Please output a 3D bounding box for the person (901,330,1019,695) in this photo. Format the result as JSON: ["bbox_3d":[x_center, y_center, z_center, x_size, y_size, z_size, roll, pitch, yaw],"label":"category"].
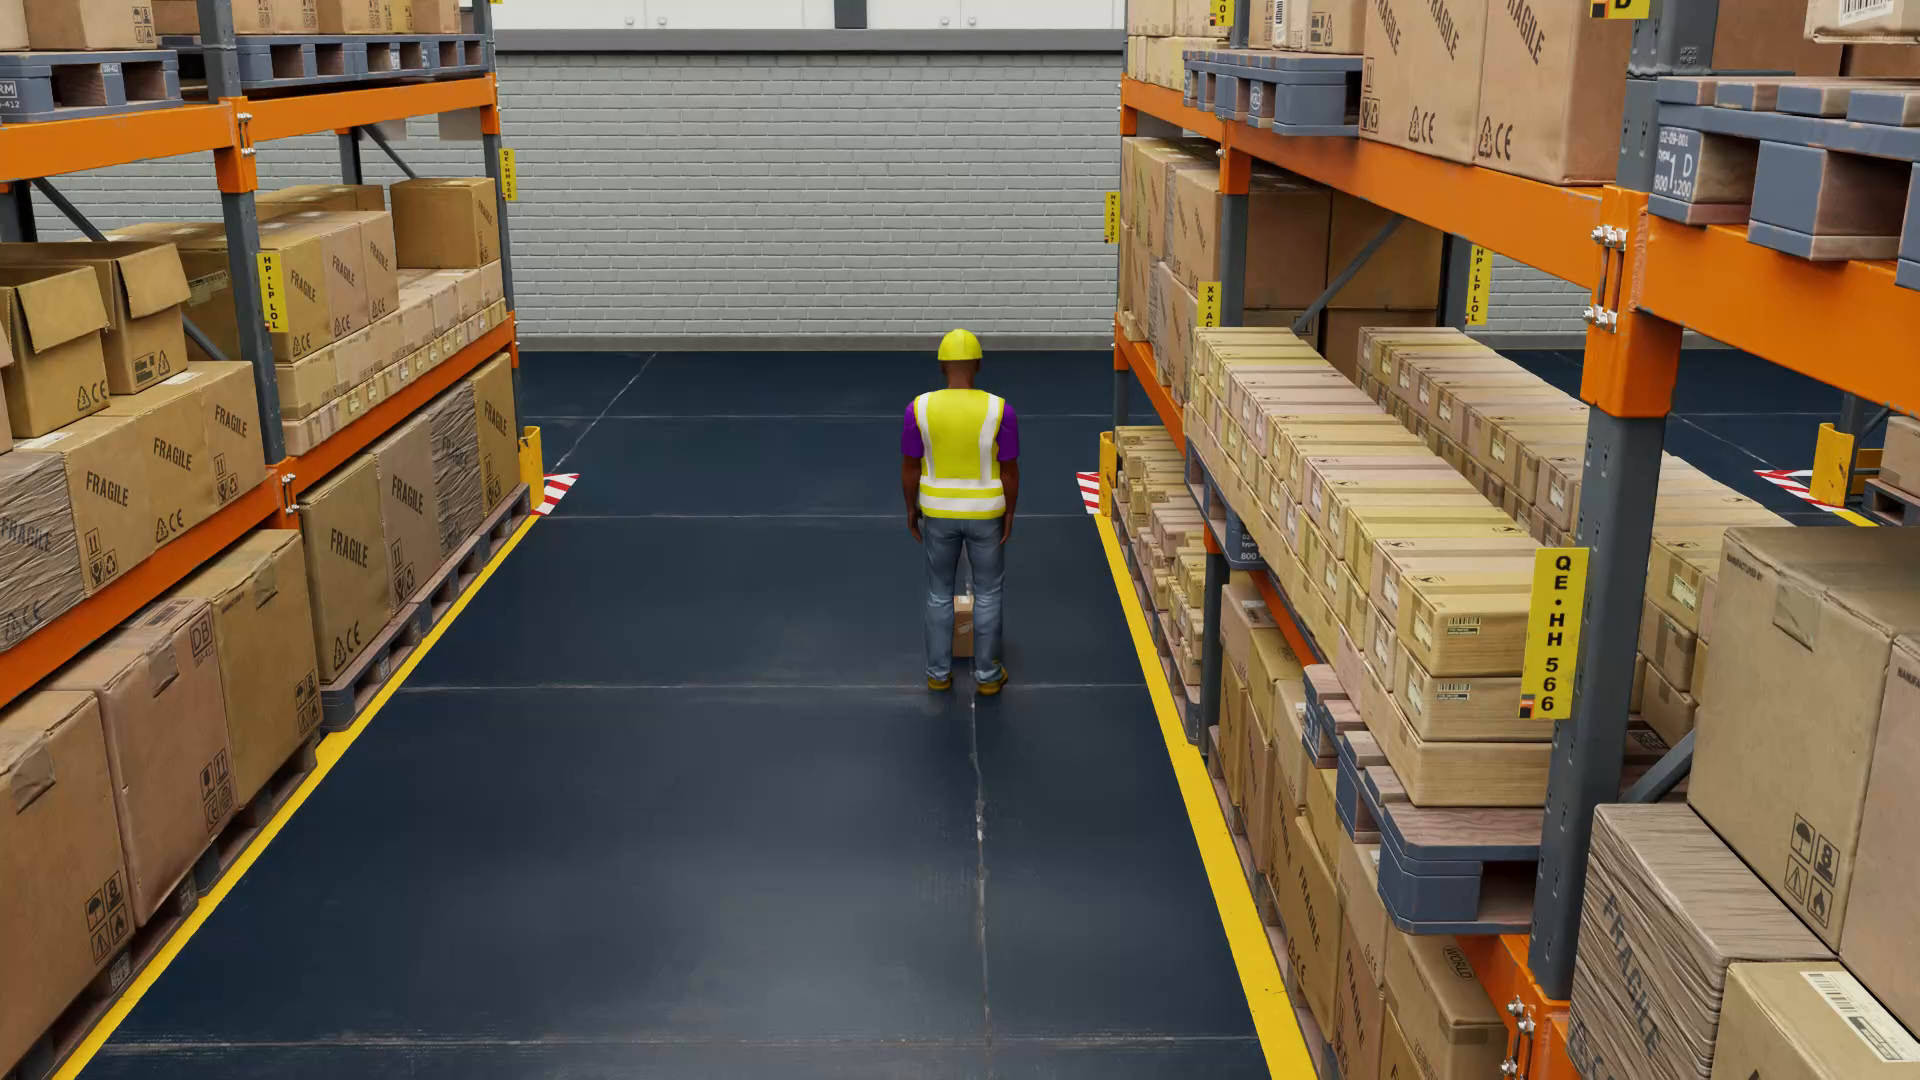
[{"bbox_3d":[0.005,-0.133,7.943,0.565,1.763,0.363,2,17,7],"label":"person"}]
